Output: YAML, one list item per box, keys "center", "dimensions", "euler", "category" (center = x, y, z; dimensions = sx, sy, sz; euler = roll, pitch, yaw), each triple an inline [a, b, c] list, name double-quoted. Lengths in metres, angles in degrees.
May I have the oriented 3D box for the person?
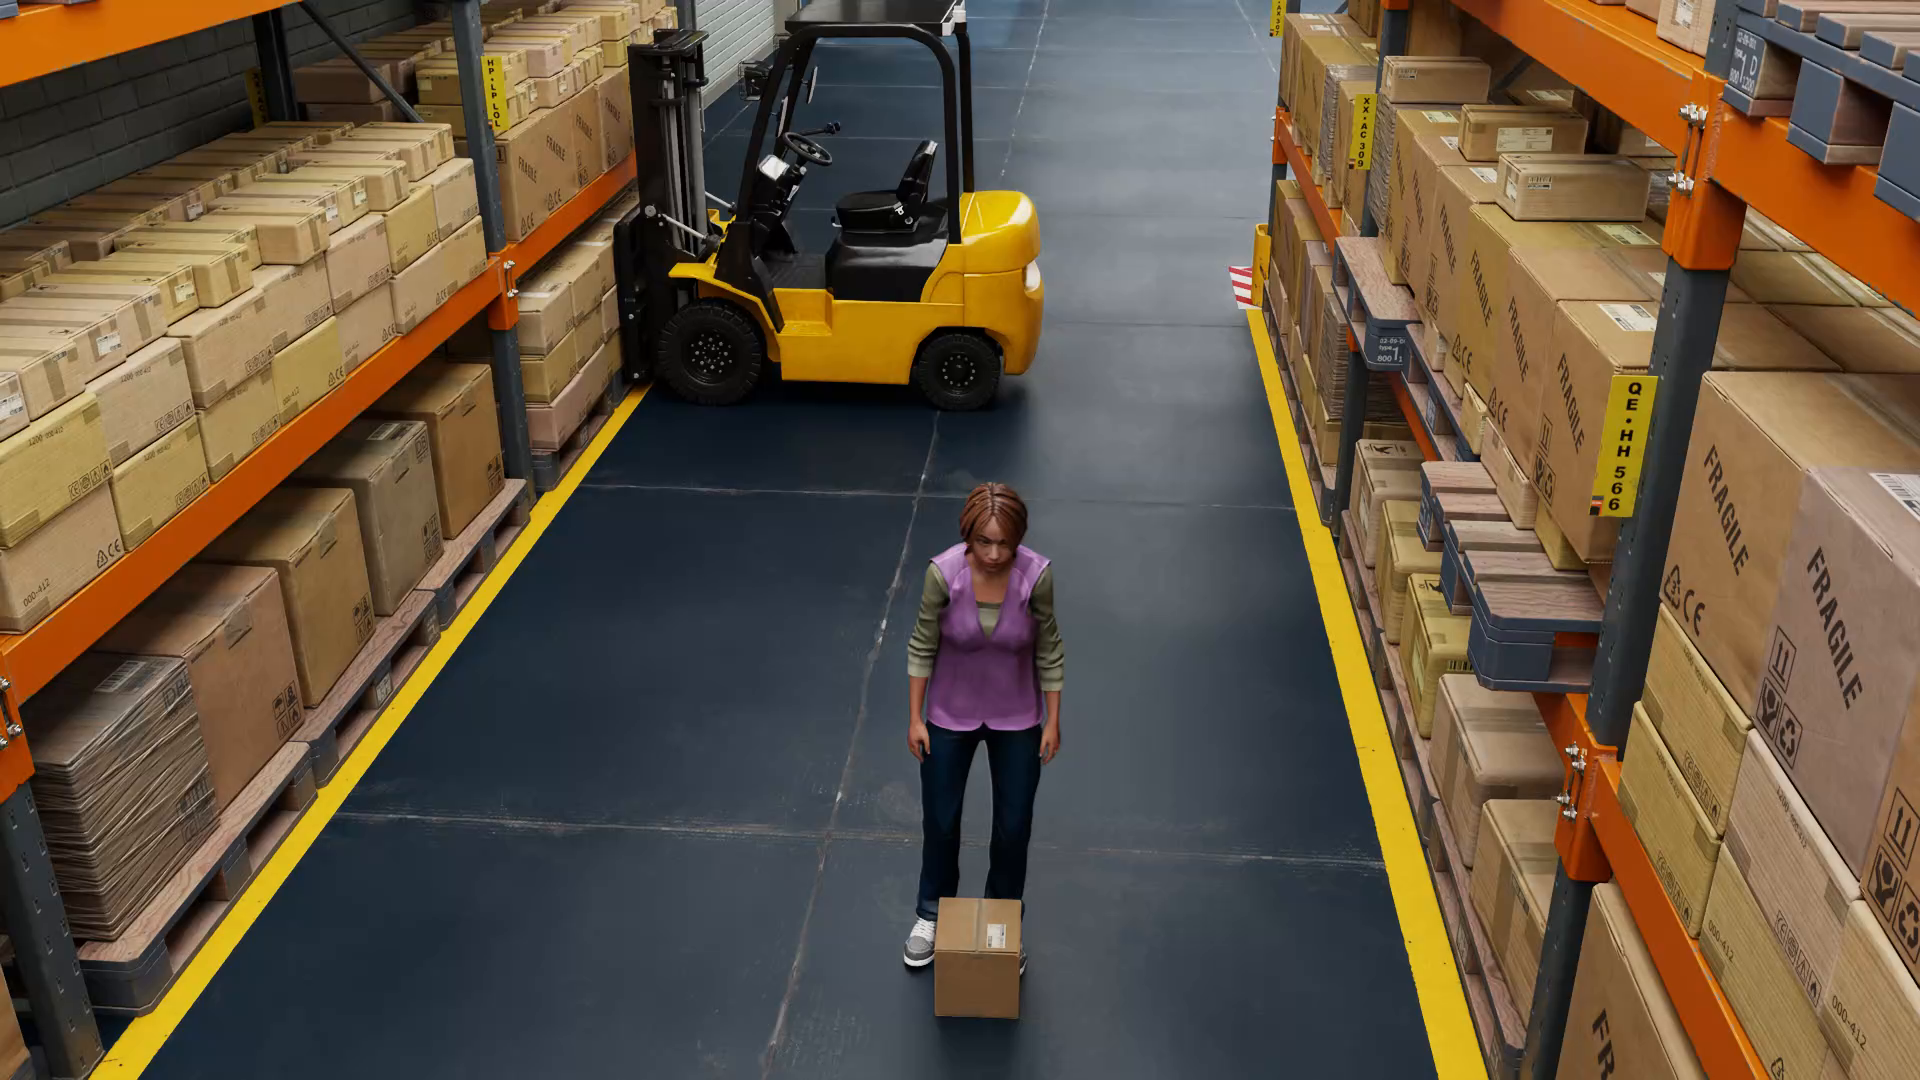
- center: [0.067, 0.560, 4.926]
  dimensions: [0.481, 1.580, 0.378]
  euler: [0, 25, 1]
  category: "person"
